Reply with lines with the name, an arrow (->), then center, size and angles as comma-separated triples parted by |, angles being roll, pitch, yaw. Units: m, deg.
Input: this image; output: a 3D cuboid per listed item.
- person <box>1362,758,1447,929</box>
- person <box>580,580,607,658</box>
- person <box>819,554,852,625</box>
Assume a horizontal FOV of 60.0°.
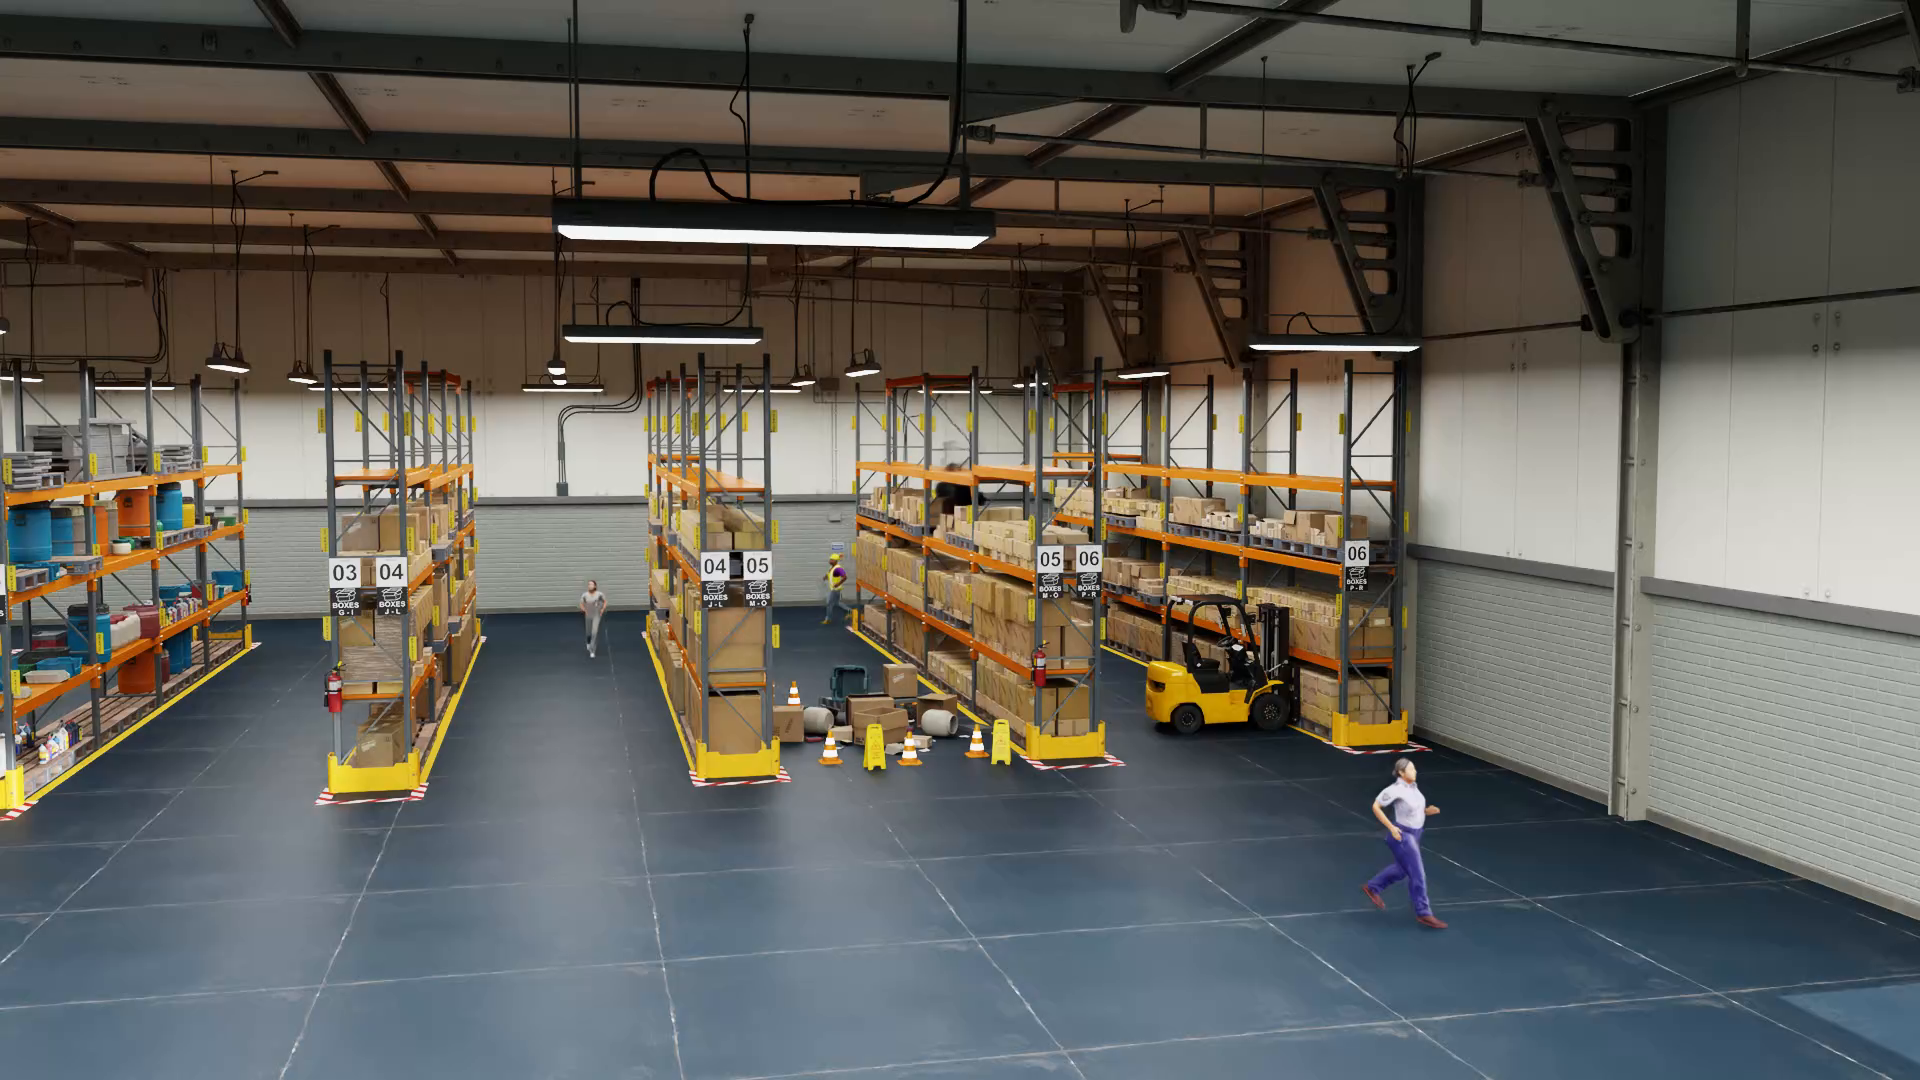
person -> 4.463, 3.001, 16.703 | 0.941, 1.636, 0.607 | 3, 5, 35
person -> -7.932, 1.687, 36.017 | 0.576, 1.662, 0.819 | 0, 4, -7
person -> -3.078, 1.232, 41.619 | 0.888, 1.775, 0.707 | -1, 4, -12
